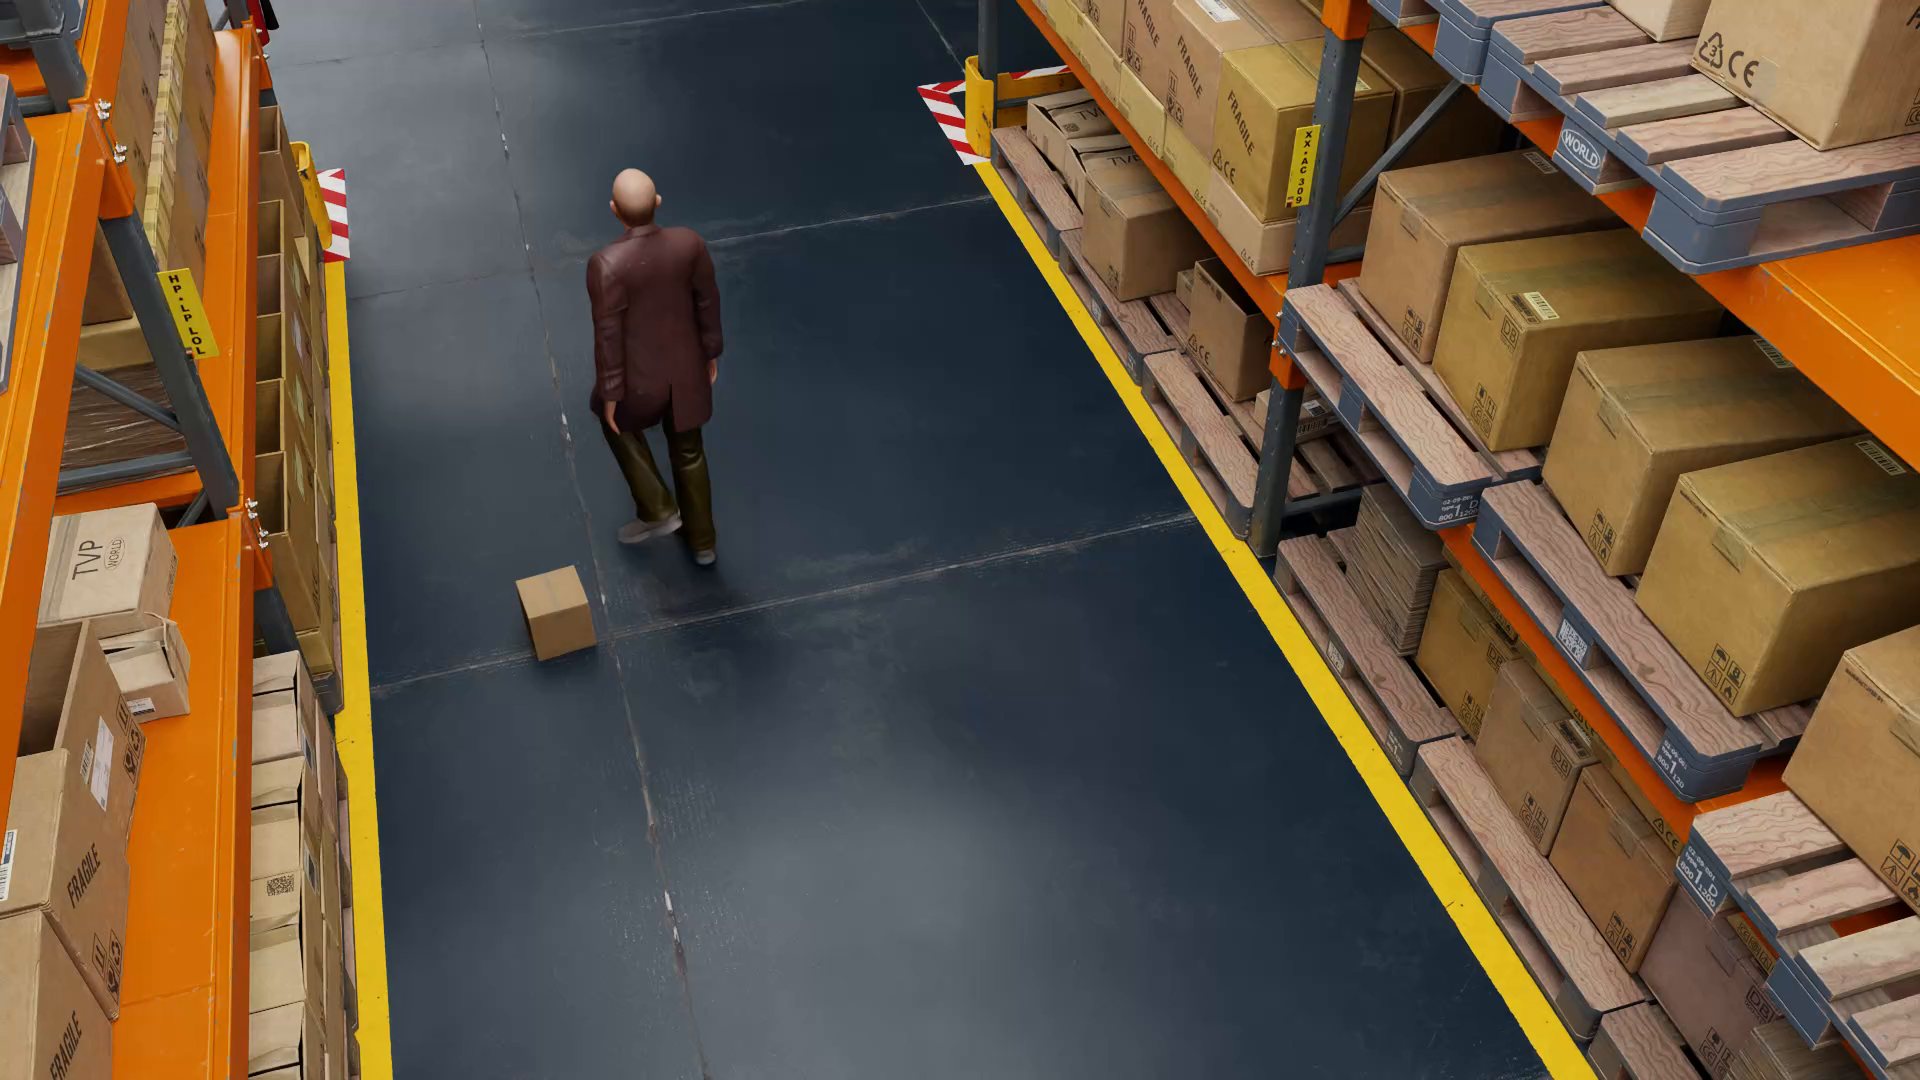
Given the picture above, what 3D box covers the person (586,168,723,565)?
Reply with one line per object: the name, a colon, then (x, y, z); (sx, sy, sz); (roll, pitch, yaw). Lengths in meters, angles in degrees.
person: (-1.247, -0.697, 6.923); (0.618, 1.763, 0.556); (-22, 46, -23)
